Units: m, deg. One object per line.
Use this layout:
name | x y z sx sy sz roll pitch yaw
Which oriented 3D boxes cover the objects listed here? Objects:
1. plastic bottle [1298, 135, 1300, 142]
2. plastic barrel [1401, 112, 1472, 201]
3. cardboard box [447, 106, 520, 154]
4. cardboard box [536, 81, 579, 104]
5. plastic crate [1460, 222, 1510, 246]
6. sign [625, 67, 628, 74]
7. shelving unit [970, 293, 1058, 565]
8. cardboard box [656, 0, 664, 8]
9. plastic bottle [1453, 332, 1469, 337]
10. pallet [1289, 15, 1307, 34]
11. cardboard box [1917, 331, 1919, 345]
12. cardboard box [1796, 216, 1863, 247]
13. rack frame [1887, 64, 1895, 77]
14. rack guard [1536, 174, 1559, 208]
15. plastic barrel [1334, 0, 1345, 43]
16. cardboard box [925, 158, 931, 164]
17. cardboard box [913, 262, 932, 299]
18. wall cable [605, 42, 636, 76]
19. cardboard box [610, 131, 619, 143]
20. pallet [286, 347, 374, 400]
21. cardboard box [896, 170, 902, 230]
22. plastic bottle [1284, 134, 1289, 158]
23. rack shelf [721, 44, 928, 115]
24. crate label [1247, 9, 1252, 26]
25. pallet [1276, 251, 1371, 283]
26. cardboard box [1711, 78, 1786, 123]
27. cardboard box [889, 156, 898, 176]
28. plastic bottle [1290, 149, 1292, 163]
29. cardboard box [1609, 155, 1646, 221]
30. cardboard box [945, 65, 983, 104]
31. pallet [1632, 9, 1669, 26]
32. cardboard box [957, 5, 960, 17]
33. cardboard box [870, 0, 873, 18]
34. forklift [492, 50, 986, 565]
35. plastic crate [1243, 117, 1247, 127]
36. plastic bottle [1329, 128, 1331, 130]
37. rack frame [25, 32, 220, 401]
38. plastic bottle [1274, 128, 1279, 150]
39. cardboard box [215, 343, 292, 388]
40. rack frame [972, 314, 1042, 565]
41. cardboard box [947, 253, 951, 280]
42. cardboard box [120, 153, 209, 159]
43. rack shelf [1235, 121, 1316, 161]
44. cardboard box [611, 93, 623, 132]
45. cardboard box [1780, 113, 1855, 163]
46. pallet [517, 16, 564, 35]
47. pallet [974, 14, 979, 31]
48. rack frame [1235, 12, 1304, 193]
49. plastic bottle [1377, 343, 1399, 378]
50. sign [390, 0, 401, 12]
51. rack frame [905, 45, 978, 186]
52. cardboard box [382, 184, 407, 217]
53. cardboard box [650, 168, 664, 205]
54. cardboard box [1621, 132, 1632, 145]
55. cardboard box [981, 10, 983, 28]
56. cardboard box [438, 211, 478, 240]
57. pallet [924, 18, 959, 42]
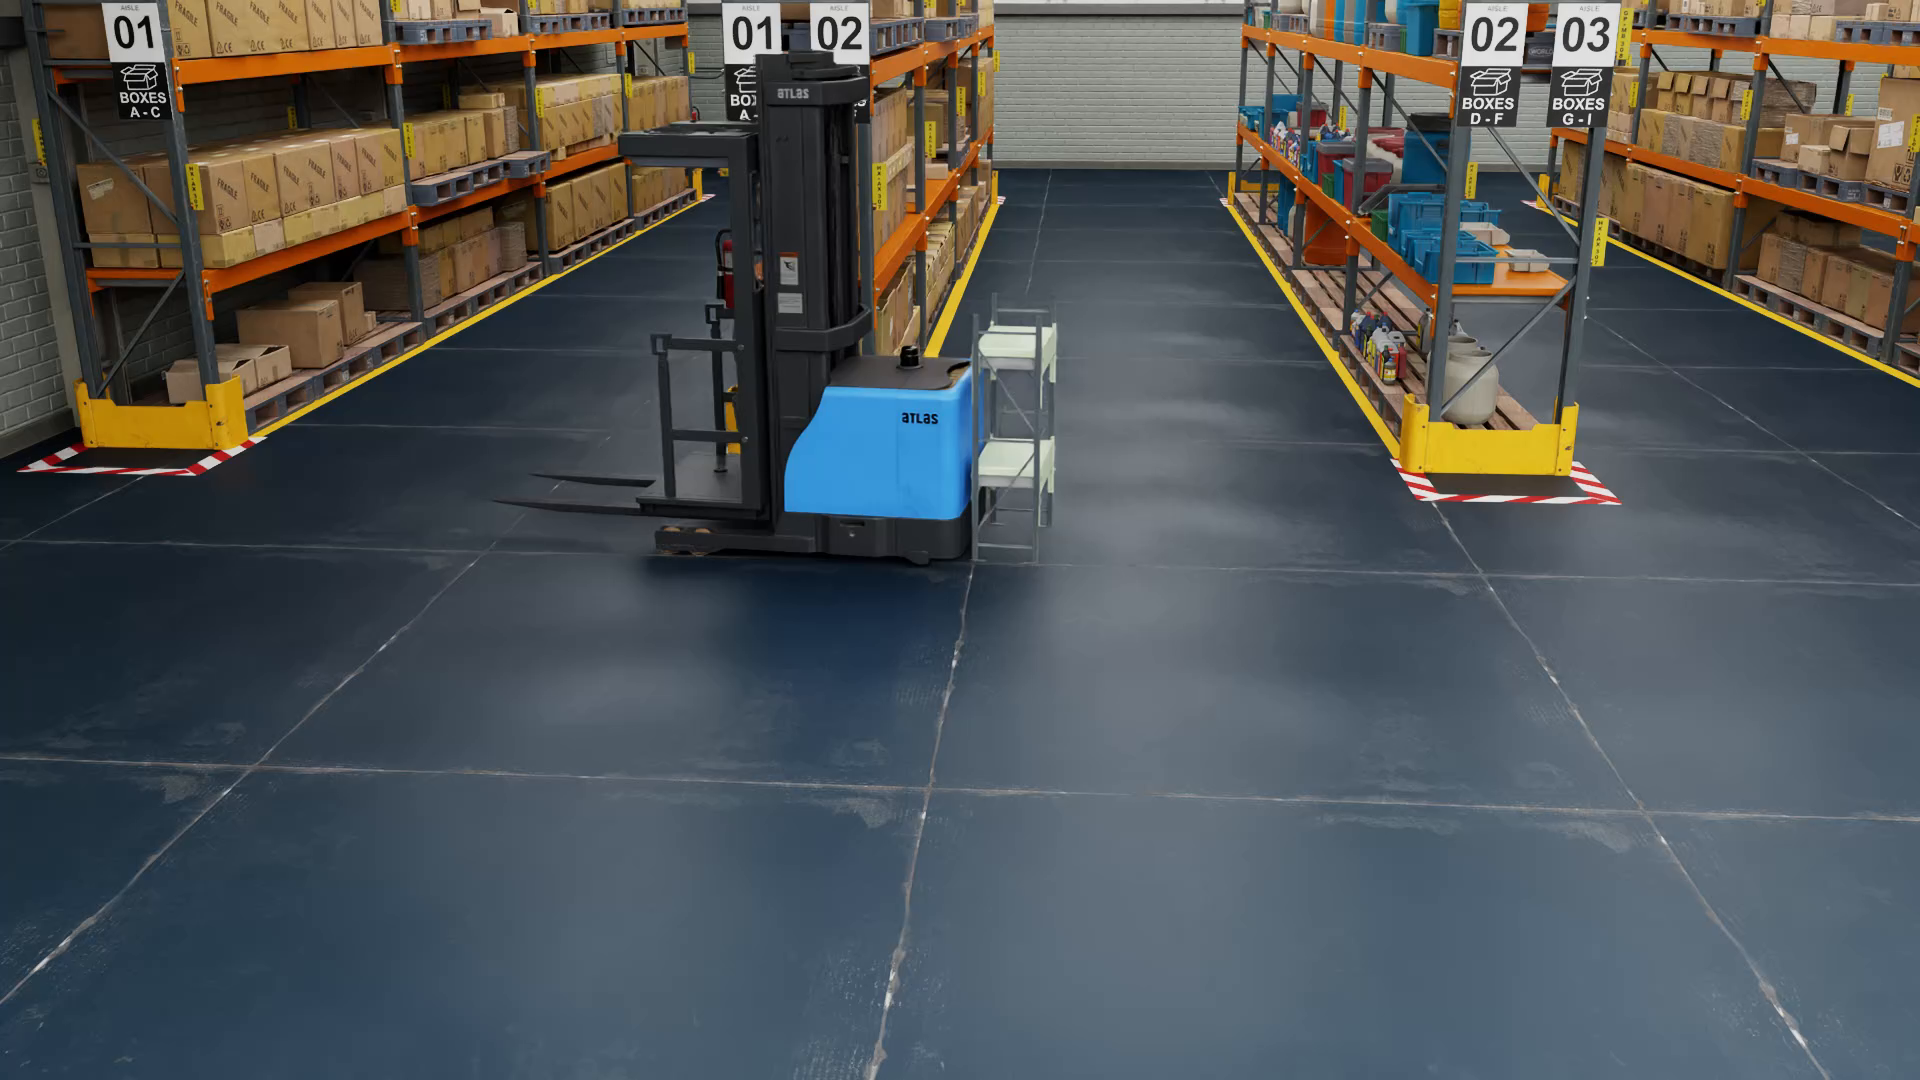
plastic bottle | 4.241 -4.896 20.735 0.061 0.283 0.133 1 18 4
plastic barrel | 4.442 -3.516 15.531 0.600 0.901 0.708 1 18 4
cardboard box | -5.506 -4.739 19.200 0.700 0.500 0.500 -1 18 -3
cardboard box | -5.123 -5.640 20.945 0.500 0.250 0.500 1 18 4
plastic crate | 4.248 -2.529 13.749 0.530 0.136 0.437 1 18 4
sign | -5.462 -7.576 27.209 0.100 0.325 0.005 1 18 4
shelving unit | 0.333 -0.689 10.118 0.431 1.500 0.755 3 18 9
cardboard box | -4.766 -8.157 25.089 0.500 0.250 0.500 1 18 2
plastic bottle | 4.301 -1.663 14.348 0.152 0.276 0.135 2 18 5
pallet | 4.648 -6.387 20.584 1.003 0.211 1.213 1 18 4
cardboard box | 8.984 -1.943 14.874 0.500 0.500 0.500 1 18 2
cardboard box | 9.293 -3.300 17.781 0.500 0.250 0.500 3 18 10
rack frame | 14.852 -6.639 25.867 1.000 3.000 0.127 1 18 4
rack guard | 9.914 -5.601 26.713 1.175 0.500 0.348 1 18 4
plastic barrel | 4.026 -5.397 16.456 0.600 0.901 0.708 1 18 4
cardboard box | -0.611 -4.364 19.068 0.500 0.311 0.500 2 18 7
cardboard box | -0.550 -2.559 16.255 0.500 0.311 0.500 1 18 4
wall cable | -5.761 -8.014 28.433 0.084 1.984 1.851 1 18 4
cardboard box | -4.932 -5.570 22.977 0.380 0.149 0.250 2 18 5
pallet | -5.867 -1.471 14.575 1.003 0.211 1.213 1 18 4
cardboard box | -0.885 -3.022 14.668 0.700 0.500 0.500 1 18 3
plastic bottle | 4.107 -4.941 20.871 0.061 0.283 0.133 1 18 4
rack shelf | -0.972 -3.739 13.354 1.077 0.370 4.000 1 18 4
crate label | 4.584 -7.967 25.342 0.408 0.251 0.502 1 18 4
pallet | 4.414 -3.328 20.240 1.003 0.211 1.213 1 18 4
cardboard box | 9.457 -5.250 19.856 0.797 0.503 0.637 2 18 5
cardboard box | -0.727 -3.149 14.013 0.380 0.149 0.250 2 18 5
plastic bottle | 4.080 -4.706 20.287 0.097 0.201 0.097 0 18 0
cardboard box | 9.753 -4.932 23.395 0.875 0.875 0.875 1 18 4
cardboard box | 0.060 -6.424 23.444 0.500 0.500 0.500 2 18 5
pallet | 9.695 -7.176 22.831 1.003 0.211 1.213 1 18 4
cardboard box | -0.470 -6.448 20.306 0.910 0.500 0.500 1 18 4
cardboard box | -0.855 -3.968 12.402 0.380 0.149 0.250 1 18 4
forklift | -1.403 -1.450 10.140 3.031 2.935 1.130 3 18 10
plastic crate | 4.472 -6.417 25.517 0.250 0.136 0.298 1 18 4
plastic bottle | 4.953 -5.347 22.124 0.152 0.276 0.135 1 18 4
rack frame | -6.056 -2.144 12.148 1.000 3.000 0.127 1 18 4
plastic bottle | 4.210 -5.304 21.999 0.097 0.271 0.097 0 18 0
cardboard box | -5.876 -1.465 13.688 0.500 0.311 0.500 3 18 8
rack frame | 0.272 -0.577 9.775 0.400 1.500 0.023 3 18 9
cardboard box | -0.369 -3.083 18.755 0.500 0.250 0.500 1 18 3
cardboard box | -6.189 -2.745 12.989 0.500 0.500 0.500 2 18 5
rack shelf | 4.829 -5.929 24.854 1.077 0.370 4.000 1 18 4
cardboard box | -4.978 -5.920 23.002 0.500 0.500 0.500 1 18 3
cardboard box | 9.340 -4.375 18.122 0.500 0.500 0.500 -1 18 -3
pallet | -5.490 -6.165 19.906 1.213 0.211 1.003 2 18 6
pallet | -0.372 -6.896 22.137 1.213 0.211 1.003 1 18 4
rack frame | 4.972 -6.892 26.638 1.000 3.000 0.127 1 18 4
plastic bottle | 3.565 -1.495 13.836 0.152 0.276 0.135 1 18 4
sign | -5.228 -5.047 15.362 0.100 0.325 0.005 1 18 4
rack frame | -0.255 -5.761 23.188 1.000 3.000 0.127 1 18 4
cardboard box | -5.501 -3.170 15.490 0.500 0.250 0.500 1 18 4
cardboard box | -4.962 -5.427 25.510 0.700 0.500 0.500 2 18 5
cardboard box | 9.321 -5.521 22.860 0.380 0.149 0.250 1 18 4
cardboard box | 0.067 -7.416 23.662 0.500 0.250 0.500 1 18 4
cardboard box | -5.618 -3.445 18.224 0.500 0.250 0.500 1 18 4
pallet | -0.578 -5.294 17.249 1.003 0.211 1.213 2 18 6
